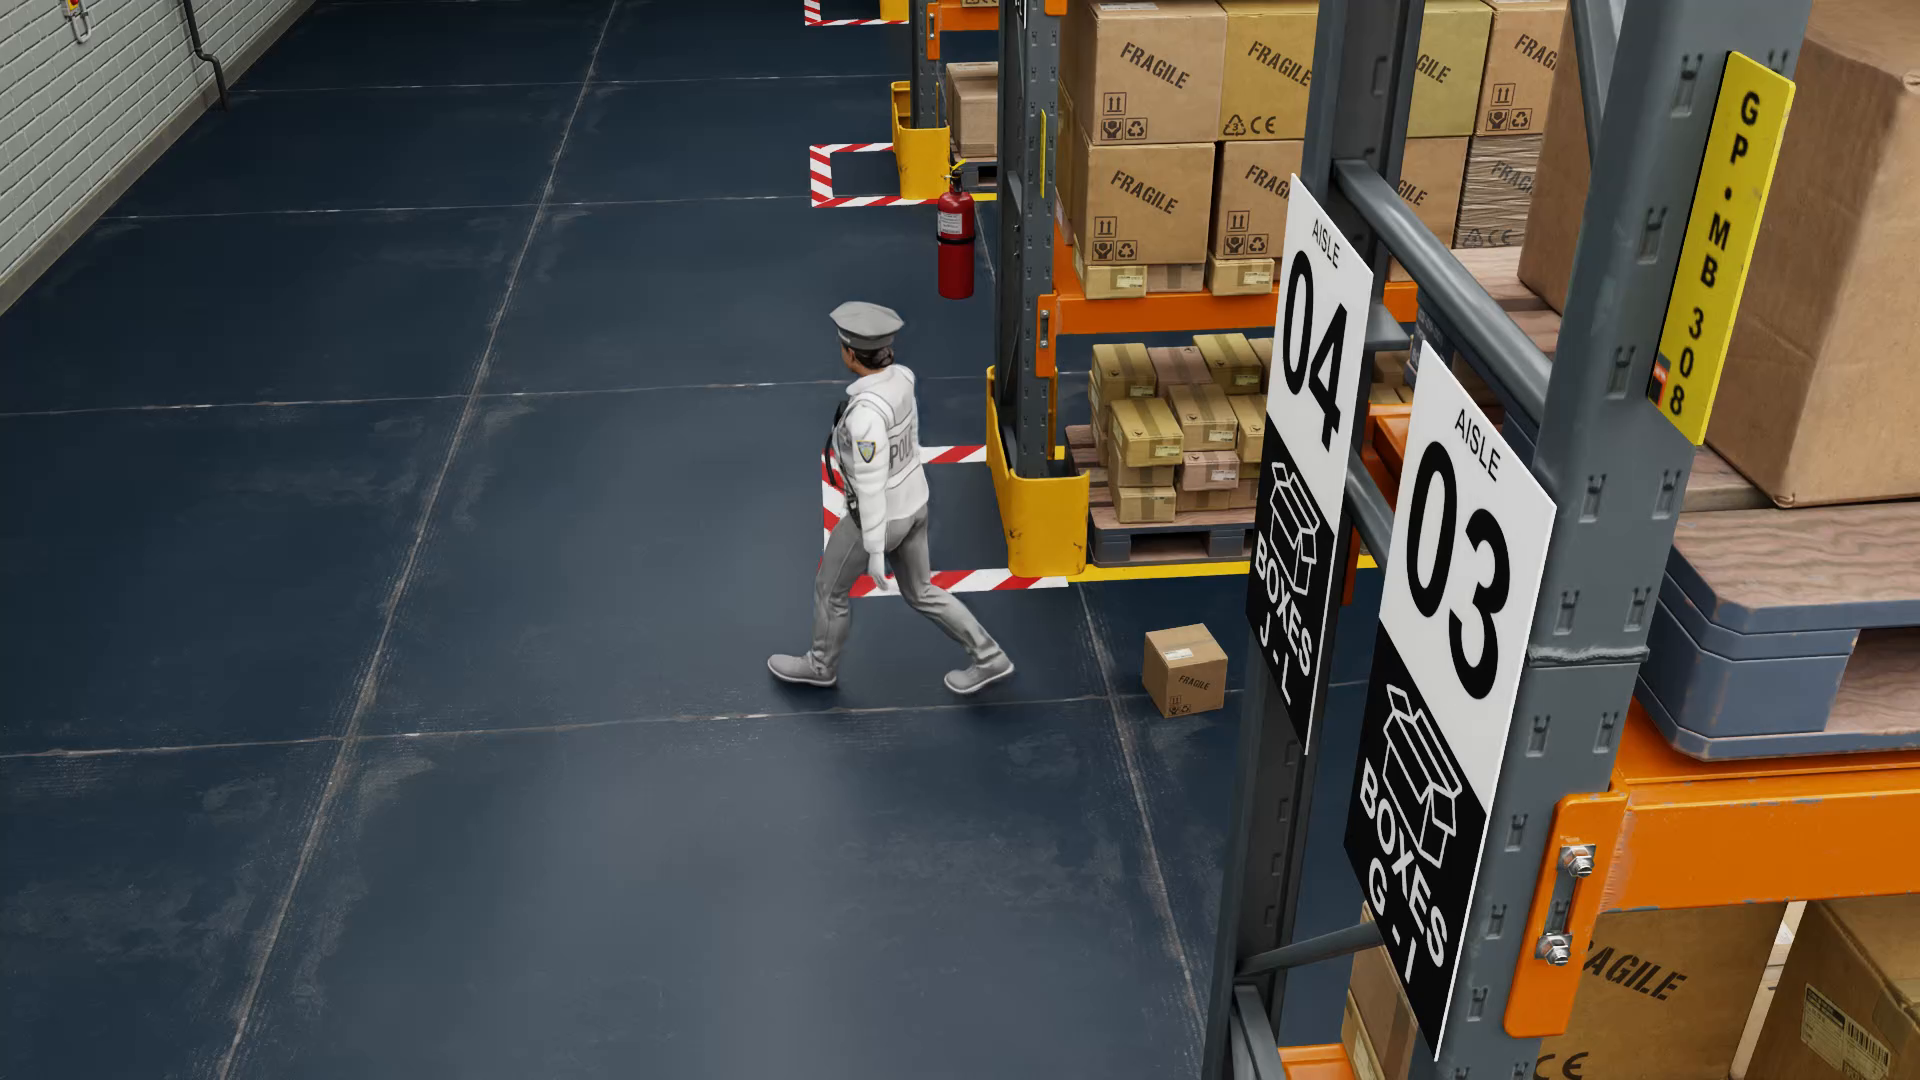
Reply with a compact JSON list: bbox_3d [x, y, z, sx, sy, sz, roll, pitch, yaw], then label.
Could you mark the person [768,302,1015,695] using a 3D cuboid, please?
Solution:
[{"bbox_3d":[-0.277,-0.103,6.315,0.992,1.608,0.584,12,33,18],"label":"person"}]
